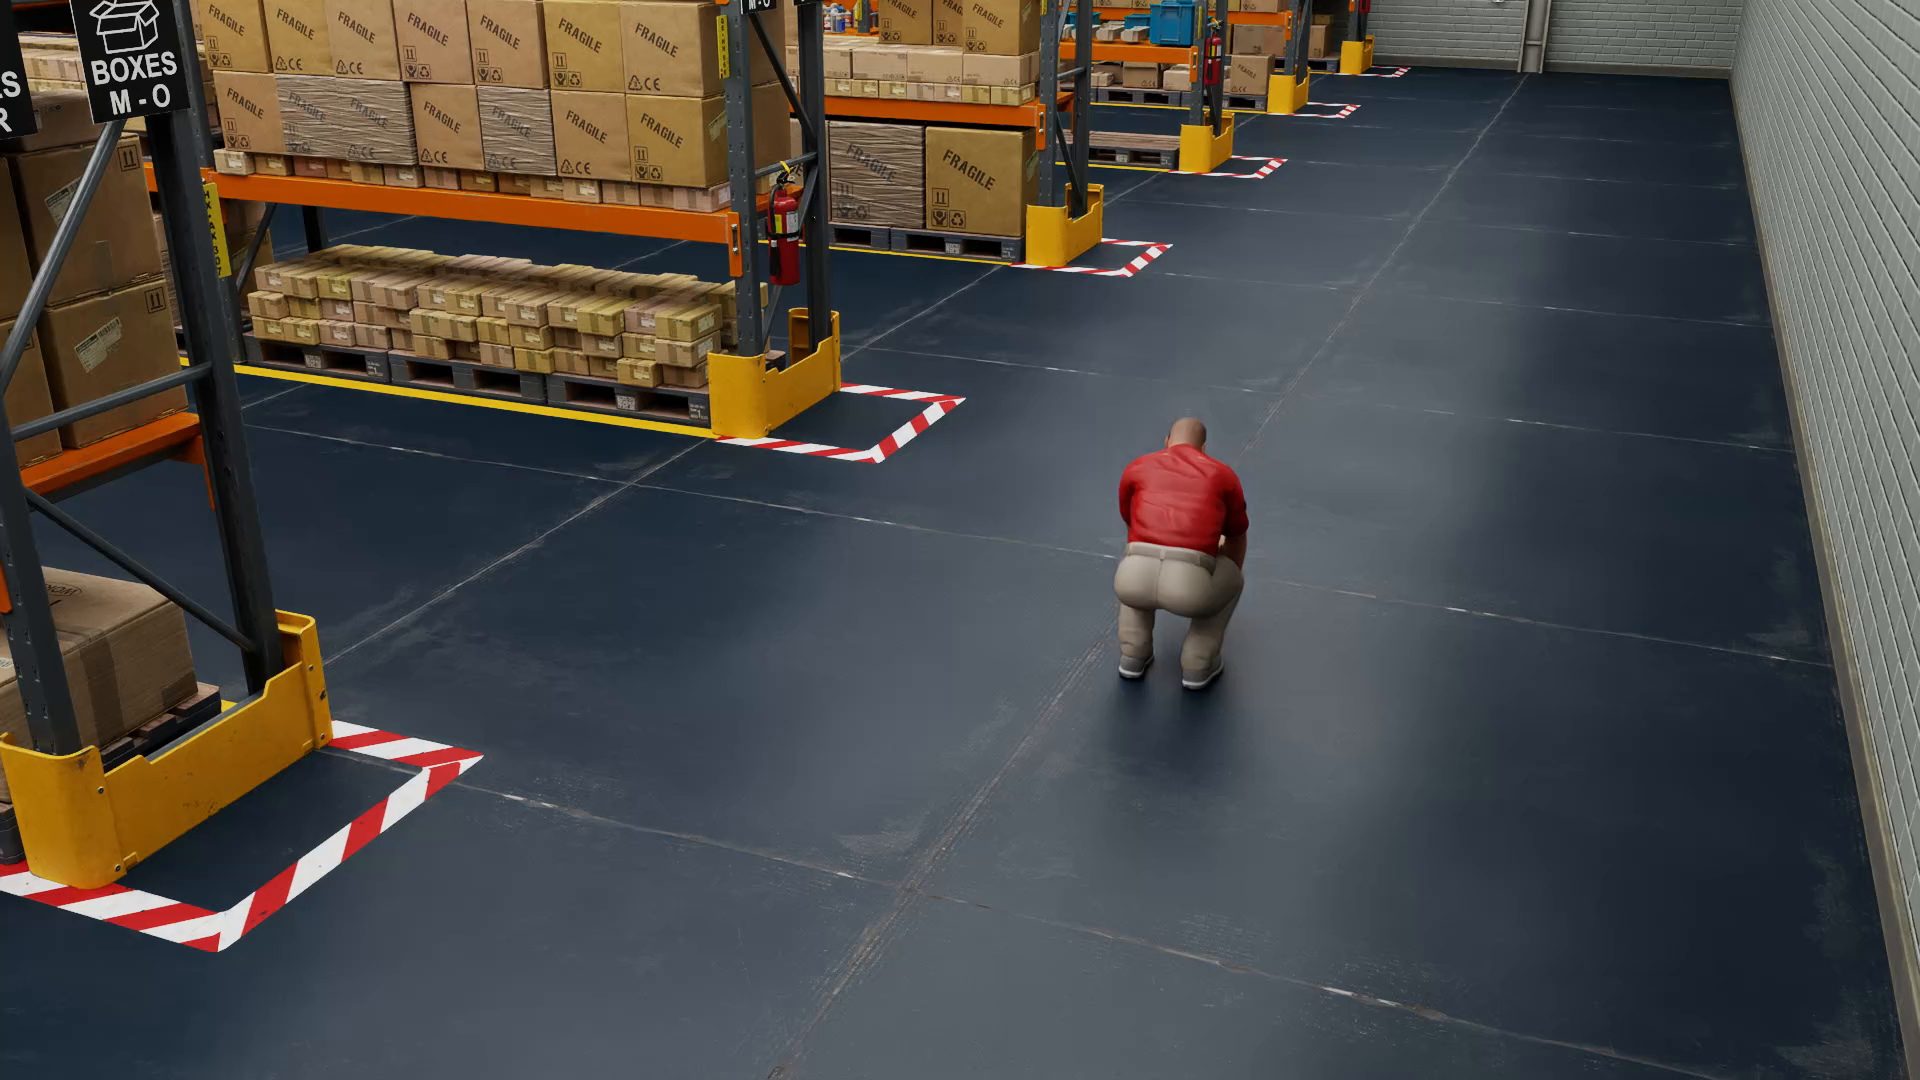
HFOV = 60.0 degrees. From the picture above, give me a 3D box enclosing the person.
[{"bbox_3d":[0.906,0.051,6.989,0.569,0.979,0.885,9,24,20],"label":"person"}]
